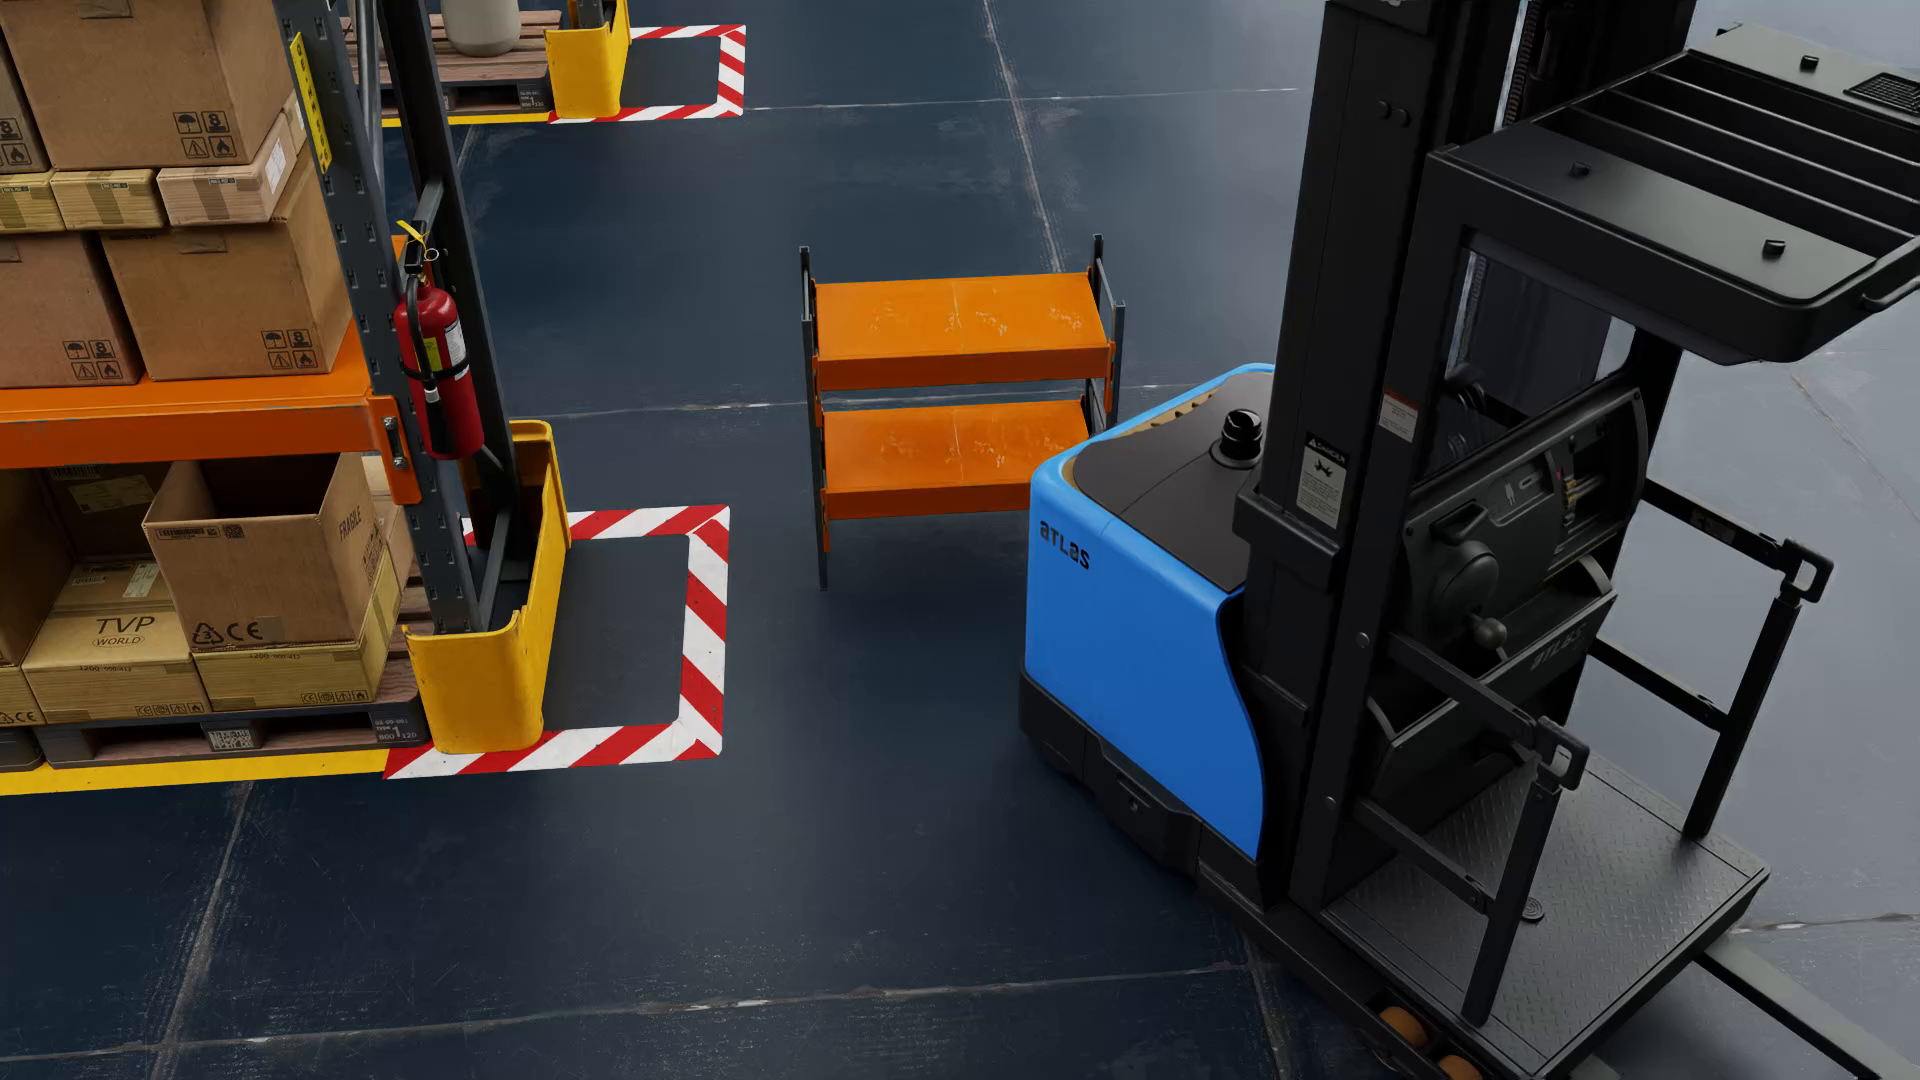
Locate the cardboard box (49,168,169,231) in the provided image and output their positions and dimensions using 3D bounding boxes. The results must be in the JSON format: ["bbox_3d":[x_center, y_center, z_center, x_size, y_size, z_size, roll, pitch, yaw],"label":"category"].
[{"bbox_3d":[-2.236,-0.989,4.478,0.250,0.149,0.380,-2,38,-3],"label":"cardboard box"}]

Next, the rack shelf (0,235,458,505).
[{"bbox_3d":[-3.604,-0.457,4.988,4.000,0.370,1.077,-3,38,-4],"label":"rack shelf"}]

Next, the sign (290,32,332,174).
[{"bbox_3d":[-1.577,-1.061,4.047,0.005,0.325,0.100,-3,38,-4],"label":"sign"}]

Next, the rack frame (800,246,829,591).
[{"bbox_3d":[-0.513,-0.413,5.866,0.032,1.125,0.500,-3,38,-4],"label":"rack frame"}]

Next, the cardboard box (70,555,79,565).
[{"bbox_3d":[-3.161,0.014,5.691,0.500,0.250,0.500,-3,38,-4],"label":"cardboard box"}]

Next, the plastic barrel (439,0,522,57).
[{"bbox_3d":[-2.695,-3.011,9.313,0.421,0.512,0.421,0,38,0],"label":"plastic barrel"}]

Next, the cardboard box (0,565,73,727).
[{"bbox_3d":[-3.114,0.340,5.278,0.500,0.250,0.500,-3,38,-4],"label":"cardboard box"}]

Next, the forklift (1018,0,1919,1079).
[{"bbox_3d":[1.502,0.006,3.876,1.130,2.935,3.031,-26,45,-29],"label":"forklift"}]

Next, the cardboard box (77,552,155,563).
[{"bbox_3d":[-2.663,-0.013,5.725,0.500,0.250,0.500,-3,38,-4],"label":"cardboard box"}]

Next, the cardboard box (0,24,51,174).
[{"bbox_3d":[-2.654,-1.345,4.405,0.500,0.500,0.700,-4,38,-5],"label":"cardboard box"}]

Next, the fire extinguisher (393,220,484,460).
[{"bbox_3d":[-1.453,-0.539,4.574,0.183,0.674,0.296,-3,38,-4],"label":"fire extinguisher"}]

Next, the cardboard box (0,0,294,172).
[{"bbox_3d":[-2.130,-1.377,4.446,0.500,0.500,0.700,-3,38,-4],"label":"cardboard box"}]

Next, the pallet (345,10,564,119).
[{"bbox_3d":[-2.928,-2.736,9.548,1.213,0.211,1.003,-3,38,-4],"label":"pallet"}]

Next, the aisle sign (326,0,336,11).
[{"bbox_3d":[-1.520,-1.692,3.874,0.004,0.787,0.394,-3,38,-4],"label":"aisle sign"}]

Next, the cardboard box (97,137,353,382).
[{"bbox_3d":[-2.078,-0.871,4.851,0.500,0.500,0.700,-3,38,-4],"label":"cardboard box"}]

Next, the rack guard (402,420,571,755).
[{"bbox_3d":[-1.588,0.131,5.681,0.348,0.500,1.175,-3,38,-4],"label":"rack guard"}]

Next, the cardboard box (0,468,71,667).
[{"bbox_3d":[-3.114,0.048,5.043,0.500,0.500,0.500,-3,38,-4],"label":"cardboard box"}]

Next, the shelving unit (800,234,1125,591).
[{"bbox_3d":[-0.007,-0.441,5.901,1.048,1.125,0.538,-3,38,-4],"label":"shelving unit"}]

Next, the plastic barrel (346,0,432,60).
[{"bbox_3d":[-3.195,-2.983,9.278,0.421,0.512,0.421,0,38,0],"label":"plastic barrel"}]

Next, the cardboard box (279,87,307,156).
[{"bbox_3d":[-2.022,-1.254,4.814,0.250,0.149,0.380,-3,38,-4],"label":"cardboard box"}]

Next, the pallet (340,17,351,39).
[{"bbox_3d":[-4.140,-2.671,9.465,1.213,0.211,1.003,-3,38,-4],"label":"pallet"}]

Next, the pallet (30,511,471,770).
[{"bbox_3d":[-2.370,0.313,5.682,1.213,0.211,1.003,-3,38,-4],"label":"pallet"}]

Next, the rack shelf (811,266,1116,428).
[{"bbox_3d":[-0.007,-0.671,5.720,1.000,0.278,0.538,-3,38,-4],"label":"rack shelf"}]

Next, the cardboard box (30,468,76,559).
[{"bbox_3d":[-3.160,-0.273,5.450,0.500,0.500,0.500,-3,38,-4],"label":"cardboard box"}]

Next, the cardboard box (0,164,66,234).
[{"bbox_3d":[-2.491,-0.975,4.460,0.250,0.149,0.380,-4,38,-5],"label":"cardboard box"}]

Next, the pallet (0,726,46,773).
[{"bbox_3d":[-3.582,0.378,5.600,1.213,0.211,1.003,-3,38,-4],"label":"pallet"}]

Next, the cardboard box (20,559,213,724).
[{"bbox_3d":[-2.617,0.312,5.314,0.500,0.250,0.500,-3,38,-4],"label":"cardboard box"}]

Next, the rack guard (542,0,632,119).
[{"bbox_3d":[-2.118,-2.891,9.511,0.348,0.500,1.175,-3,38,-4],"label":"rack guard"}]

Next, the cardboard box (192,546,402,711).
[{"bbox_3d":[-2.120,0.277,5.358,0.500,0.250,0.500,-3,38,-4],"label":"cardboard box"}]

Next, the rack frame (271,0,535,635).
[{"bbox_3d":[-1.612,-0.849,4.905,0.127,3.000,1.000,-3,38,-4],"label":"rack frame"}]

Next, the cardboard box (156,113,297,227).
[{"bbox_3d":[-1.975,-1.005,4.497,0.250,0.149,0.380,-4,38,-5],"label":"cardboard box"}]

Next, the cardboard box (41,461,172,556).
[{"bbox_3d":[-2.663,-0.308,5.494,0.500,0.500,0.500,-3,38,-4],"label":"cardboard box"}]

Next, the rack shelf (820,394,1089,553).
[{"bbox_3d":[-0.007,-0.249,6.053,1.000,0.278,0.538,-3,38,-4],"label":"rack shelf"}]

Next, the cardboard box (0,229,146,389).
[{"bbox_3d":[-2.600,-0.839,4.811,0.500,0.500,0.700,-2,38,-3],"label":"cardboard box"}]

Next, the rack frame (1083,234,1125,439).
[{"bbox_3d":[0.500,-0.469,5.936,0.032,1.125,0.500,-3,38,-4],"label":"rack frame"}]

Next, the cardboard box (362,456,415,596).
[{"bbox_3d":[-2.165,-0.042,5.763,0.500,0.250,0.500,-3,38,-4],"label":"cardboard box"}]

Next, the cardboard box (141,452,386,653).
[{"bbox_3d":[-2.119,-0.016,5.124,0.500,0.500,0.500,-3,38,-4],"label":"cardboard box"}]

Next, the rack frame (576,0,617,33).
[{"bbox_3d":[-2.047,-3.906,8.778,0.127,3.000,1.000,-3,38,-4],"label":"rack frame"}]
